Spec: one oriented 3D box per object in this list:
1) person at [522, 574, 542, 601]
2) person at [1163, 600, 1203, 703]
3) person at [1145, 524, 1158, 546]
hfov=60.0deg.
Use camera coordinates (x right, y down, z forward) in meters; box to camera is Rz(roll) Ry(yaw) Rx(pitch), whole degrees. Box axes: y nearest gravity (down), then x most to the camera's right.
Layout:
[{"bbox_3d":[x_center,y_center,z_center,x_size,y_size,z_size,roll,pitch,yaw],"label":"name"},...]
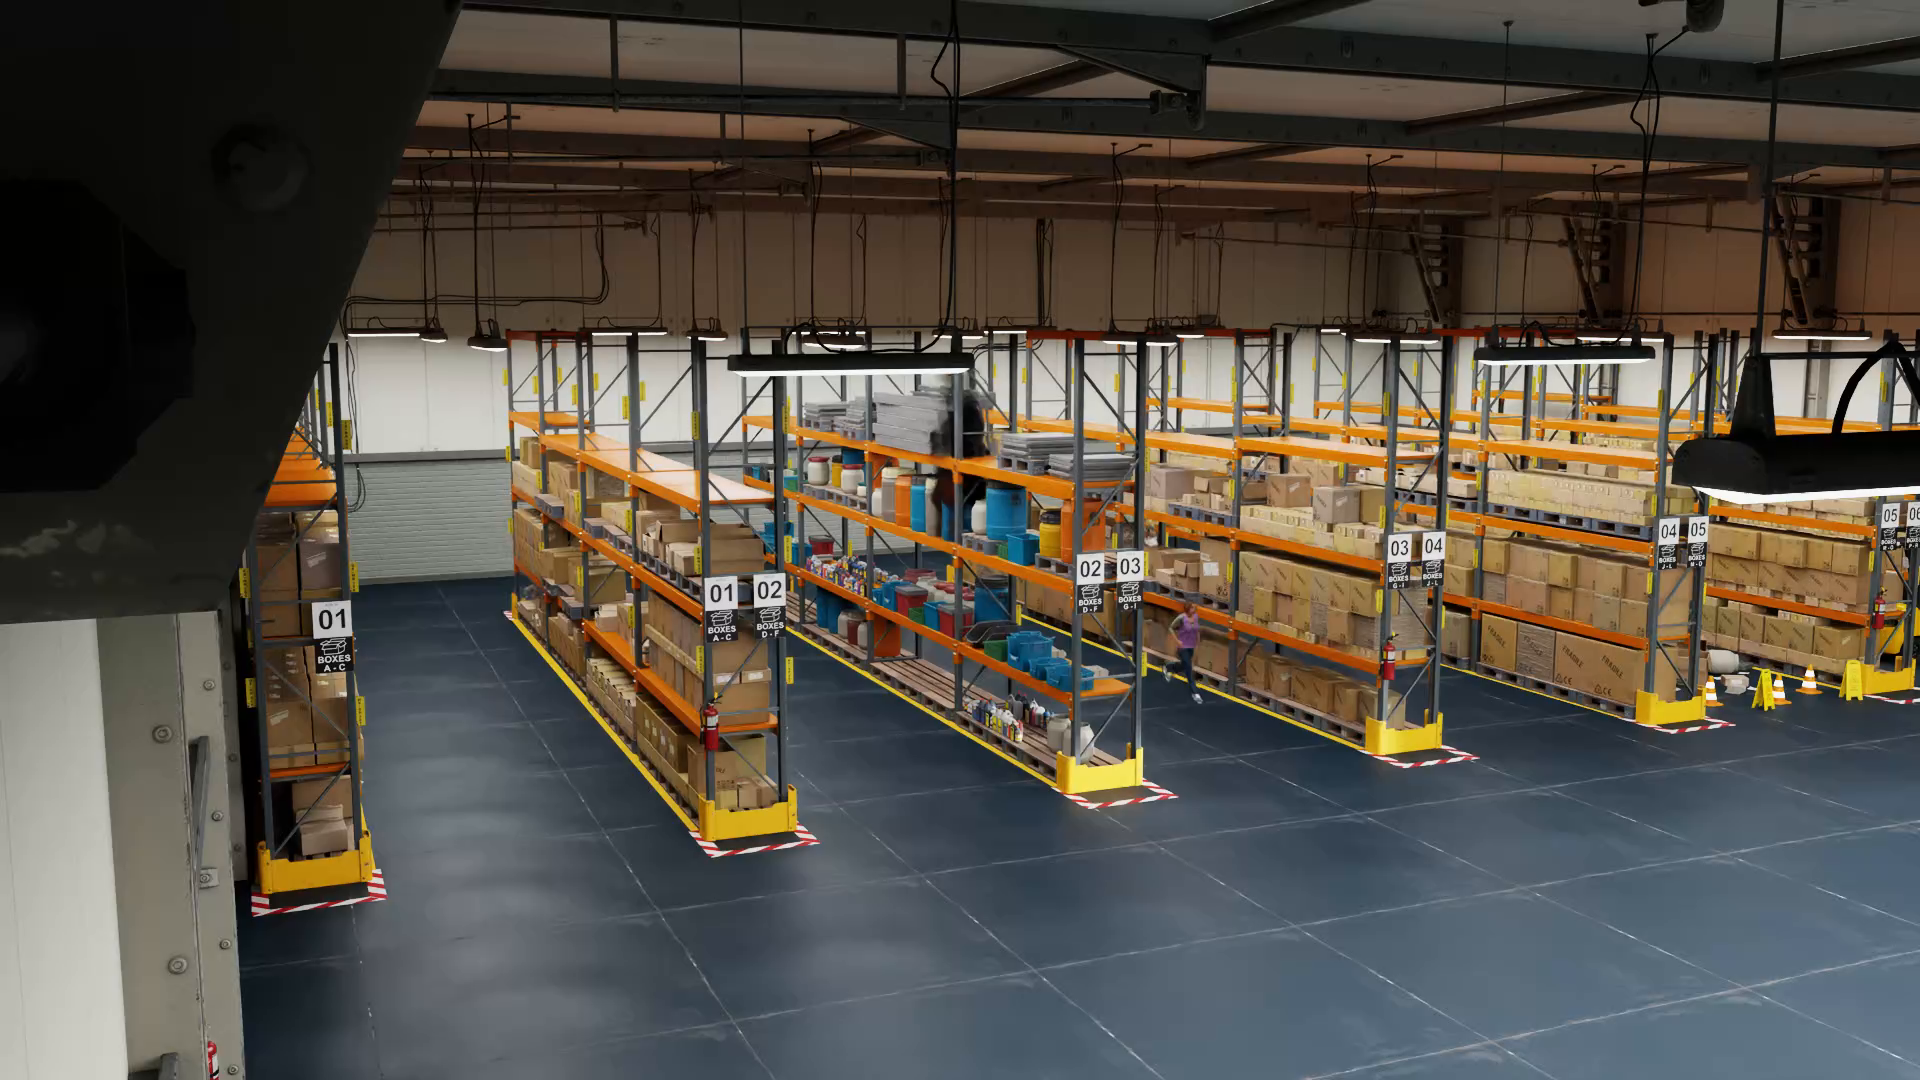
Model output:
[{"bbox_3d":[-9.197,0.644,35.819,0.556,1.672,0.647,0,8,-3],"label":"person"},{"bbox_3d":[3.515,1.710,26.292,0.536,1.605,0.937,-5,9,-33],"label":"person"},{"bbox_3d":[4.273,0.457,37.166,0.625,1.654,0.724,-4,9,-27],"label":"person"}]
